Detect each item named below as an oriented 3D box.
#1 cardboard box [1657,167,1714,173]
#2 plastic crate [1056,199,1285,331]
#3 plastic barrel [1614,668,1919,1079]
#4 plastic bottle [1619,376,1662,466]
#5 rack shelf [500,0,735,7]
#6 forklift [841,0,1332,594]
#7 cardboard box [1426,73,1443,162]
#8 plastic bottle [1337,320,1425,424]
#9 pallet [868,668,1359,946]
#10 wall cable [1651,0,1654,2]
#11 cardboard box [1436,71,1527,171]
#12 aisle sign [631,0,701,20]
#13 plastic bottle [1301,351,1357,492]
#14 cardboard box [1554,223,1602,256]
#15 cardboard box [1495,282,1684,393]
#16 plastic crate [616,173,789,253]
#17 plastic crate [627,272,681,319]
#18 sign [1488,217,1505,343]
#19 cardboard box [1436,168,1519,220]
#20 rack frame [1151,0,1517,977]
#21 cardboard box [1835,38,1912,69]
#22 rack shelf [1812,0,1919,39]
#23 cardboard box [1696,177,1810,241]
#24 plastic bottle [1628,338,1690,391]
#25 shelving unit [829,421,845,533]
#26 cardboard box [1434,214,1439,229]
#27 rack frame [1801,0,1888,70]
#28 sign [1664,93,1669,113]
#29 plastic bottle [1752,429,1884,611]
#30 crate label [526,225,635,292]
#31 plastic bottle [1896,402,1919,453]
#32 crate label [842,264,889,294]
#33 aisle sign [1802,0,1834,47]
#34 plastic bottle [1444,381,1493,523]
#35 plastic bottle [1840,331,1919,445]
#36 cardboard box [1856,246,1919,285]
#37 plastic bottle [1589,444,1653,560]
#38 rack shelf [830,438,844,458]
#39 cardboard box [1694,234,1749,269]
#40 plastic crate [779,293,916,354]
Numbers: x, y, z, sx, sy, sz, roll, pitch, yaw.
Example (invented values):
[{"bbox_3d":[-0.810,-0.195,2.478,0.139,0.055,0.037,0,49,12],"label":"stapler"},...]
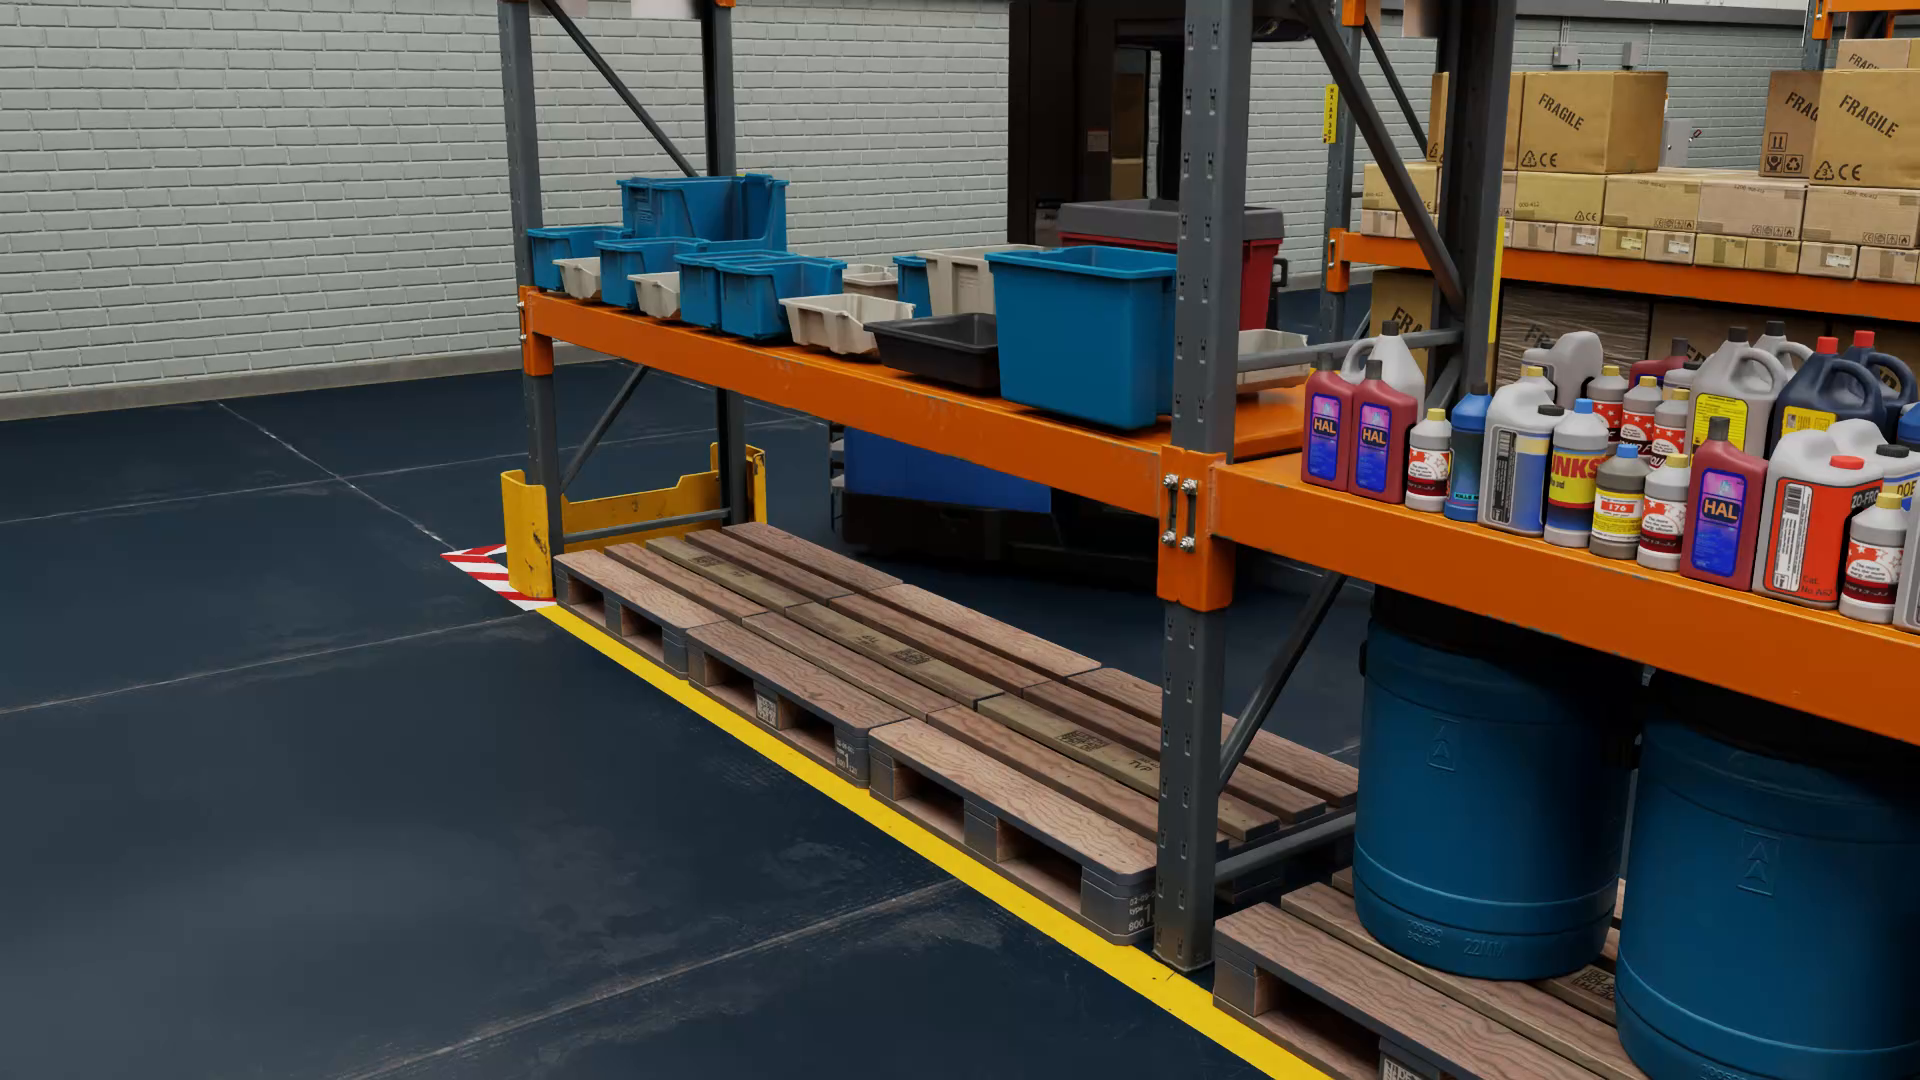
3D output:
[{"bbox_3d":[3.678,-1.869,8.945,0.500,0.250,0.500,-12,19,-36],"label":"cardboard box"},{"bbox_3d":[0.605,-0.744,4.878,0.402,0.464,0.583,-11,19,-35],"label":"plastic crate"},{"bbox_3d":[1.649,0.625,3.290,0.600,0.901,0.708,-11,19,-35],"label":"plastic barrel"},{"bbox_3d":[1.540,-0.266,3.744,0.097,0.201,0.097,0,15,0],"label":"plastic bottle"},{"bbox_3d":[-0.249,-1.982,5.315,1.077,0.370,4.000,-11,19,-35],"label":"rack shelf"},{"bbox_3d":[1.012,-1.307,7.300,3.031,2.935,1.130,6,17,22],"label":"forklift"},{"bbox_3d":[3.081,-2.447,9.635,0.500,0.500,0.500,-11,19,-34],"label":"cardboard box"},{"bbox_3d":[0.896,-0.297,3.572,0.144,0.351,0.185,-11,19,-35],"label":"plastic bottle"},{"bbox_3d":[0.463,0.739,4.975,1.003,0.211,1.213,-11,19,-35],"label":"pallet"},{"bbox_3d":[7.635,-7.796,19.516,2.355,3.000,0.029,-11,19,-35],"label":"wall cable"},{"bbox_3d":[2.939,-2.259,8.949,0.500,0.500,0.500,-11,19,-36],"label":"cardboard box"},{"bbox_3d":[-1.230,-2.624,7.055,0.394,0.787,0.004,-11,19,-35],"label":"aisle sign"},{"bbox_3d":[0.798,-0.254,3.543,0.061,0.283,0.133,-11,19,-35],"label":"plastic bottle"},{"bbox_3d":[3.281,-1.555,8.552,0.380,0.149,0.250,-11,19,-35],"label":"cardboard box"},{"bbox_3d":[3.558,-0.937,9.046,0.875,0.875,0.875,-11,19,-35],"label":"cardboard box"},{"bbox_3d":[-1.077,-1.312,7.008,0.616,0.435,0.499,-11,19,-35],"label":"plastic crate"},{"bbox_3d":[-1.025,-0.881,5.997,0.250,0.136,0.298,-11,19,-35],"label":"plastic crate"},{"bbox_3d":[1.373,-0.673,4.329,0.100,0.325,0.005,-11,19,-35],"label":"sign"},{"bbox_3d":[2.956,-1.894,9.036,0.500,0.250,0.500,-11,19,-35],"label":"cardboard box"},{"bbox_3d":[0.927,-0.455,4.055,1.000,3.000,0.127,-11,19,-35],"label":"rack frame"},{"bbox_3d":[6.702,-3.363,12.034,0.500,0.500,0.500,-11,19,-35],"label":"cardboard box"},{"bbox_3d":[7.829,-3.499,10.858,1.077,0.370,4.000,-11,19,-35],"label":"rack shelf"},{"bbox_3d":[3.855,-1.567,7.841,0.500,0.250,0.500,-10,18,-33],"label":"cardboard box"},{"bbox_3d":[1.593,-0.322,3.792,0.061,0.283,0.133,-11,19,-35],"label":"plastic bottle"},{"bbox_3d":[-0.492,-0.489,8.157,0.210,0.900,0.258,6,17,22],"label":"shelving unit"},{"bbox_3d":[2.826,-1.720,9.155,0.380,0.149,0.250,-11,19,-36],"label":"cardboard box"},{"bbox_3d":[6.653,-2.826,12.719,1.000,3.000,0.127,-11,19,-35],"label":"rack frame"},{"bbox_3d":[8.882,-5.545,21.090,0.339,0.242,0.001,-11,19,-35],"label":"sign"},{"bbox_3d":[1.435,-0.039,2.772,0.152,0.276,0.135,-11,19,-35],"label":"plastic bottle"},{"bbox_3d":[-1.546,-1.153,6.811,0.416,0.233,0.303,-11,19,-35],"label":"crate label"},{"bbox_3d":[1.842,-0.150,3.184,0.097,0.271,0.097,0,15,0],"label":"plastic bottle"},{"bbox_3d":[-0.457,-0.945,6.232,0.396,0.136,0.243,-11,19,-35],"label":"crate label"},{"bbox_3d":[6.367,-4.049,12.263,0.394,0.787,0.004,-11,19,-35],"label":"aisle sign"},{"bbox_3d":[1.016,-0.177,3.285,0.097,0.271,0.097,0,15,0],"label":"plastic bottle"},{"bbox_3d":[1.841,-0.246,3.386,0.144,0.351,0.185,-11,19,-35],"label":"plastic bottle"},{"bbox_3d":[4.187,-1.226,7.351,0.380,0.149,0.250,-11,19,-35],"label":"cardboard box"},{"bbox_3d":[1.209,-0.073,3.037,0.097,0.201,0.097,0,15,0],"label":"plastic bottle"},{"bbox_3d":[-0.492,-0.456,8.166,0.200,0.077,0.258,6,17,22],"label":"rack shelf"},{"bbox_3d":[3.733,-1.391,7.952,0.380,0.149,0.250,-11,19,-35],"label":"cardboard box"},{"bbox_3d":[-0.340,-0.682,5.270,0.293,0.136,0.466,-11,19,-35],"label":"plastic crate"}]
